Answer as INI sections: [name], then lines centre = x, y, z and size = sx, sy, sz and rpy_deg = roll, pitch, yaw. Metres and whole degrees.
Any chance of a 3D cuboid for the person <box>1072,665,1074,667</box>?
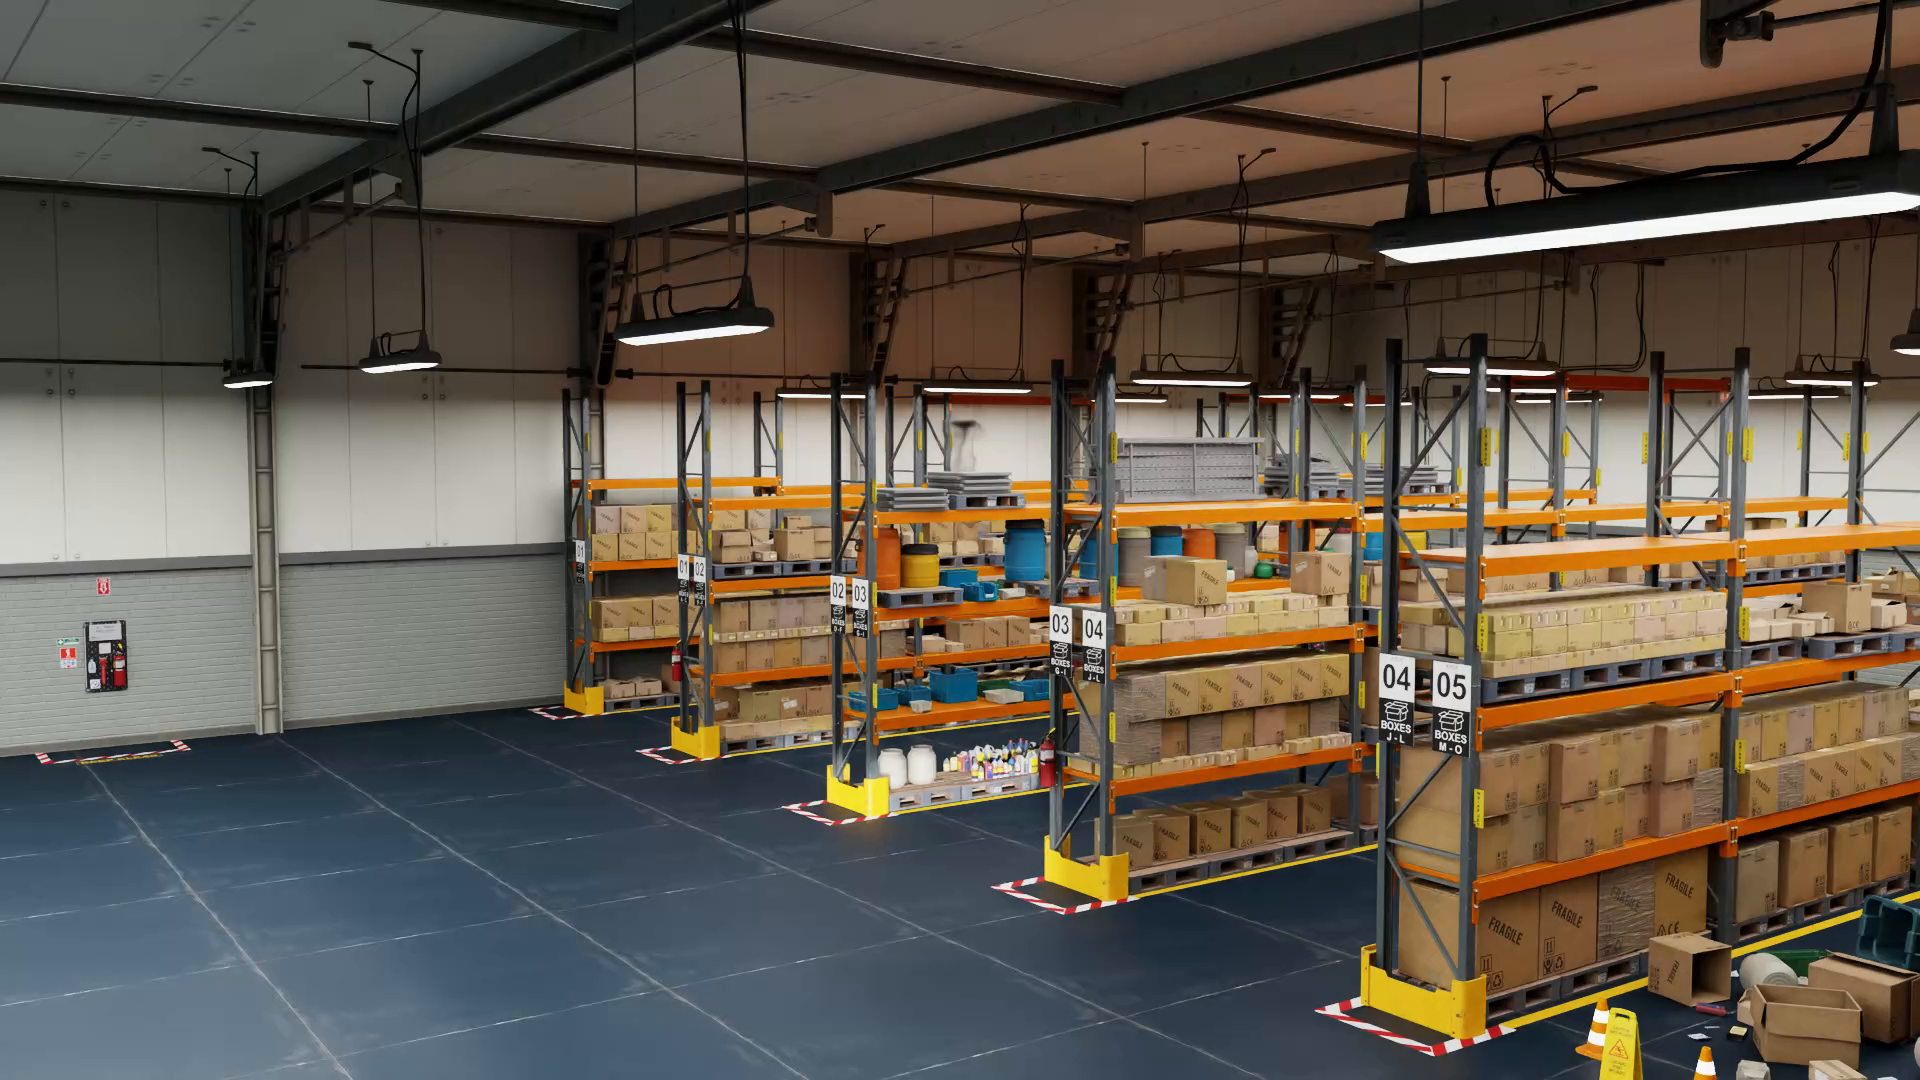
[person]
centre = 2.203, 2.669, 27.117
size = 0.940, 1.556, 0.640
rpy_deg = -2, 4, -33
